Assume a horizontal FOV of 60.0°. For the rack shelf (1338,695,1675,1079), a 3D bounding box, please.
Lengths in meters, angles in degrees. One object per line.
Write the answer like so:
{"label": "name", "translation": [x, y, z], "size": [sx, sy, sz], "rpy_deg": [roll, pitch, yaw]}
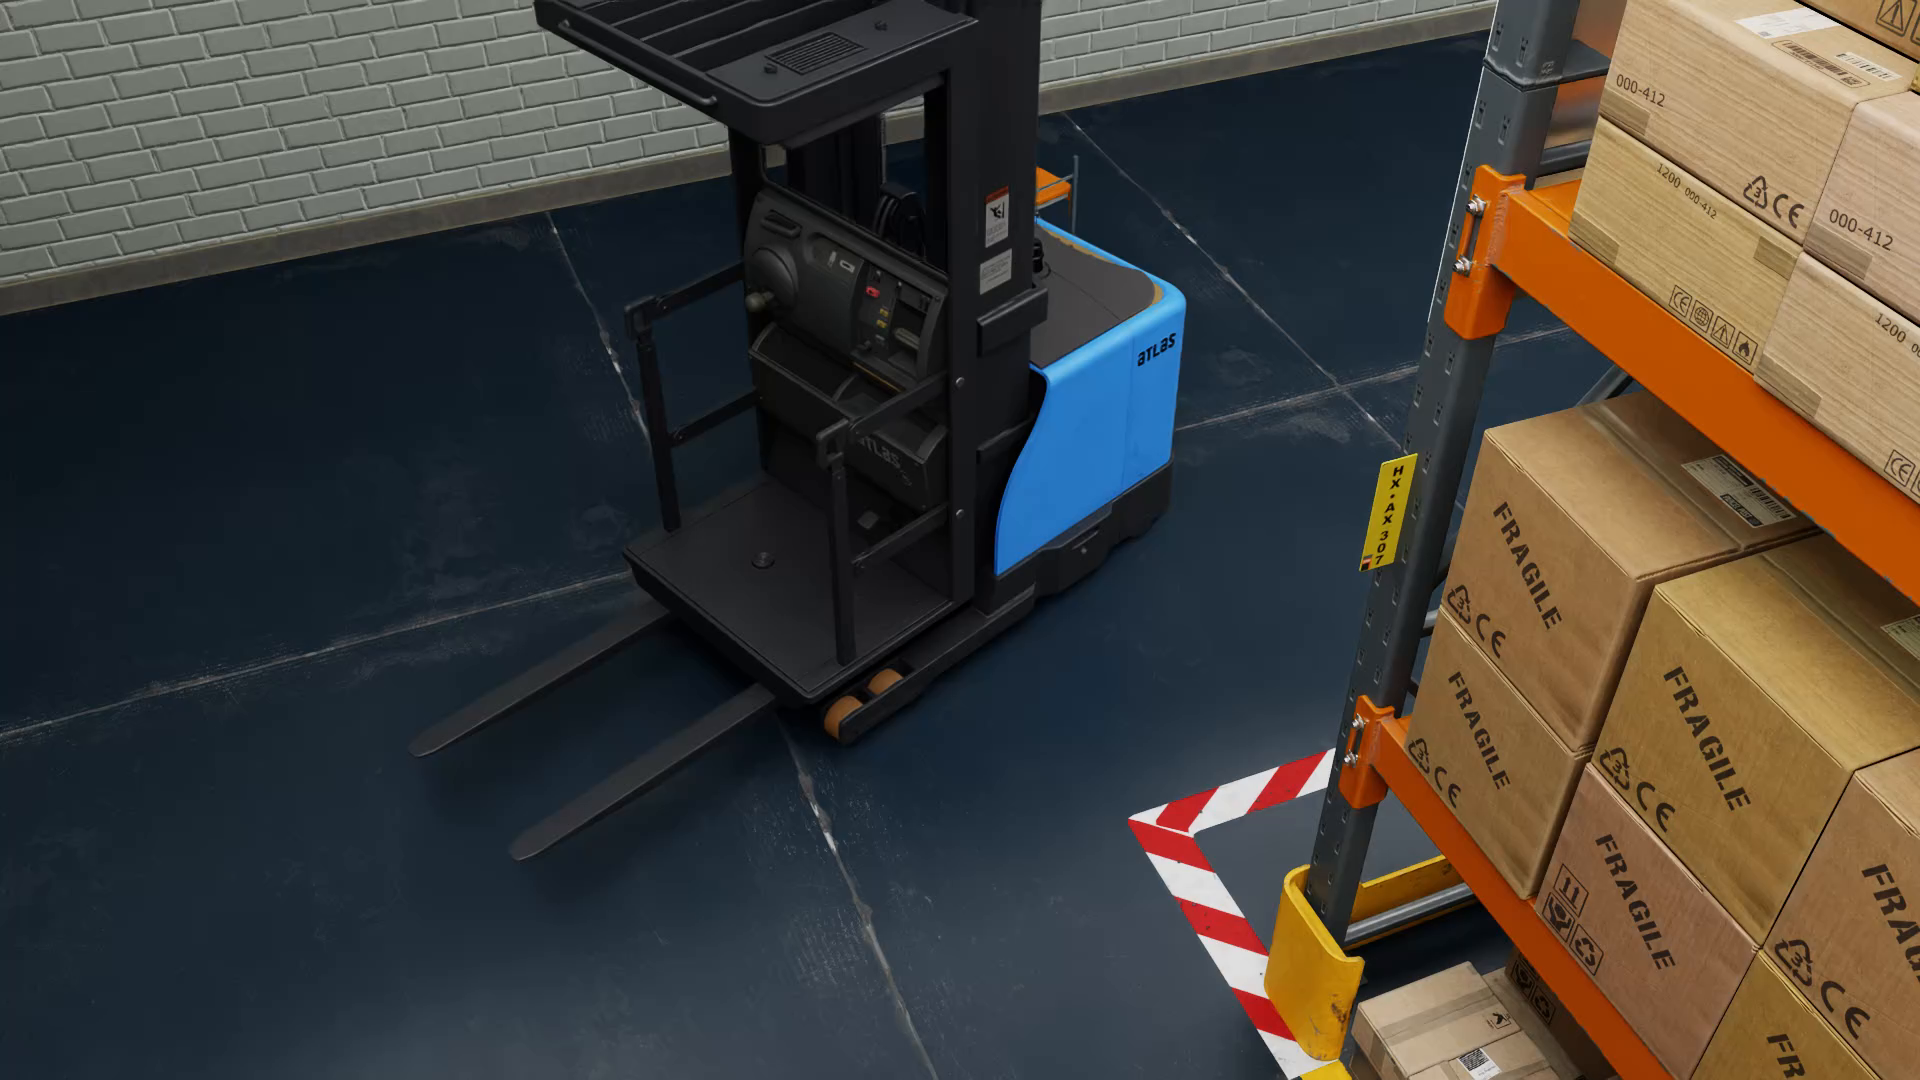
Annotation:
{"label": "rack shelf", "translation": [2.261, 1.610, 3.129], "size": [1.077, 0.370, 4.000], "rpy_deg": [-15, 43, -17]}

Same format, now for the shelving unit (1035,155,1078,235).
{"label": "shelving unit", "translation": [0.225, -1.170, 7.190], "size": [0.258, 1.200, 0.503], "rpy_deg": [-29, 48, -29]}

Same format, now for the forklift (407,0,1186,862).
{"label": "forklift", "translation": [-0.546, -0.774, 5.403], "size": [3.031, 2.935, 1.130], "rpy_deg": [-32, 50, -32]}

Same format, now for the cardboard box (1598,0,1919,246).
{"label": "cardboard box", "translation": [1.452, -0.763, 2.768], "size": [0.500, 0.250, 0.500], "rpy_deg": [-15, 43, -17]}

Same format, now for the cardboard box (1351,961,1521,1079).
{"label": "cardboard box", "translation": [1.339, 1.384, 4.689], "size": [0.380, 0.149, 0.250], "rpy_deg": [-15, 43, -17]}

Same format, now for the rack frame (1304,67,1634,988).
{"label": "rack frame", "translation": [1.496, 0.132, 4.296], "size": [1.000, 3.000, 0.127], "rpy_deg": [-15, 43, -17]}

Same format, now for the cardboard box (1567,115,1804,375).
{"label": "cardboard box", "translation": [1.458, -0.575, 2.933], "size": [0.500, 0.250, 0.500], "rpy_deg": [-15, 43, -17]}

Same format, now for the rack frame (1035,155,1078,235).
{"label": "rack frame", "translation": [0.382, -1.049, 7.049], "size": [0.240, 1.200, 0.015], "rpy_deg": [-29, 48, -29]}

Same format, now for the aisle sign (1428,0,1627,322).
{"label": "aisle sign", "translation": [1.199, -0.821, 3.411], "size": [0.394, 0.787, 0.004], "rpy_deg": [-15, 43, -17]}

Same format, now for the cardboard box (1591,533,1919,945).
{"label": "cardboard box", "translation": [1.629, 0.361, 3.186], "size": [0.500, 0.500, 0.500], "rpy_deg": [-15, 43, -16]}

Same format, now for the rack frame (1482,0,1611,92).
{"label": "rack frame", "translation": [1.496, -2.142, 2.340], "size": [1.000, 3.000, 0.127], "rpy_deg": [-15, 43, -17]}

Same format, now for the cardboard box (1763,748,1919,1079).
{"label": "cardboard box", "translation": [1.816, 0.664, 2.834], "size": [0.500, 0.500, 0.500], "rpy_deg": [-15, 43, -16]}

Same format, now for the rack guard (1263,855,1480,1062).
{"label": "rack guard", "translation": [1.525, 1.126, 5.057], "size": [1.175, 0.500, 0.348], "rpy_deg": [-15, 43, -17]}

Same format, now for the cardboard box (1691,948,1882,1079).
{"label": "cardboard box", "translation": [1.814, 1.040, 3.163], "size": [0.500, 0.500, 0.500], "rpy_deg": [-15, 43, -17]}

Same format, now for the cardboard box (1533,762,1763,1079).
{"label": "cardboard box", "translation": [1.625, 0.737, 3.516], "size": [0.500, 0.500, 0.500], "rpy_deg": [-16, 43, -17]}

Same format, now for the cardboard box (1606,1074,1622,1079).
{"label": "cardboard box", "translation": [1.633, 1.707, 4.235], "size": [0.500, 0.250, 0.500], "rpy_deg": [-15, 43, -17]}

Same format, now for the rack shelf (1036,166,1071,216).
{"label": "rack shelf", "translation": [0.225, -1.468, 6.934], "size": [0.258, 0.148, 0.480], "rpy_deg": [-29, 48, -29]}

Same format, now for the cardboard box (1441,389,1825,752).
{"label": "cardboard box", "translation": [1.422, 0.048, 3.550], "size": [0.500, 0.500, 0.500], "rpy_deg": [-14, 43, -16]}

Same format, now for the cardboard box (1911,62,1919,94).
{"label": "cardboard box", "translation": [1.821, -0.794, 2.229], "size": [0.700, 0.500, 0.500], "rpy_deg": [-15, 43, -17]}

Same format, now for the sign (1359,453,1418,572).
{"label": "sign", "translation": [0.995, -0.061, 3.856], "size": [0.100, 0.325, 0.005], "rpy_deg": [-15, 43, -17]}

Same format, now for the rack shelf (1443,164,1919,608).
{"label": "rack shelf", "translation": [2.261, 0.472, 2.151], "size": [1.077, 0.370, 4.000], "rpy_deg": [-15, 43, -17]}

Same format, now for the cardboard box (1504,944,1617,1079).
{"label": "cardboard box", "translation": [1.932, 1.179, 4.658], "size": [0.500, 0.500, 0.500], "rpy_deg": [-15, 43, -17]}

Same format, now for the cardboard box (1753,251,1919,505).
{"label": "cardboard box", "translation": [1.637, -0.271, 2.579], "size": [0.500, 0.250, 0.500], "rpy_deg": [-15, 43, -17]}

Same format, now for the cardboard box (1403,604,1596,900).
{"label": "cardboard box", "translation": [1.422, 0.427, 3.876], "size": [0.500, 0.500, 0.500], "rpy_deg": [-14, 43, -16]}

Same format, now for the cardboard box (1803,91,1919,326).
{"label": "cardboard box", "translation": [1.637, -0.460, 2.416], "size": [0.500, 0.250, 0.500], "rpy_deg": [-15, 43, -17]}

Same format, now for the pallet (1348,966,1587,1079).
{"label": "pallet", "translation": [1.831, 1.715, 4.594], "size": [1.003, 0.211, 1.213], "rpy_deg": [-15, 43, -17]}

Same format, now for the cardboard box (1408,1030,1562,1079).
{"label": "cardboard box", "translation": [1.434, 1.528, 4.508], "size": [0.380, 0.166, 0.250], "rpy_deg": [-15, 43, -17]}
